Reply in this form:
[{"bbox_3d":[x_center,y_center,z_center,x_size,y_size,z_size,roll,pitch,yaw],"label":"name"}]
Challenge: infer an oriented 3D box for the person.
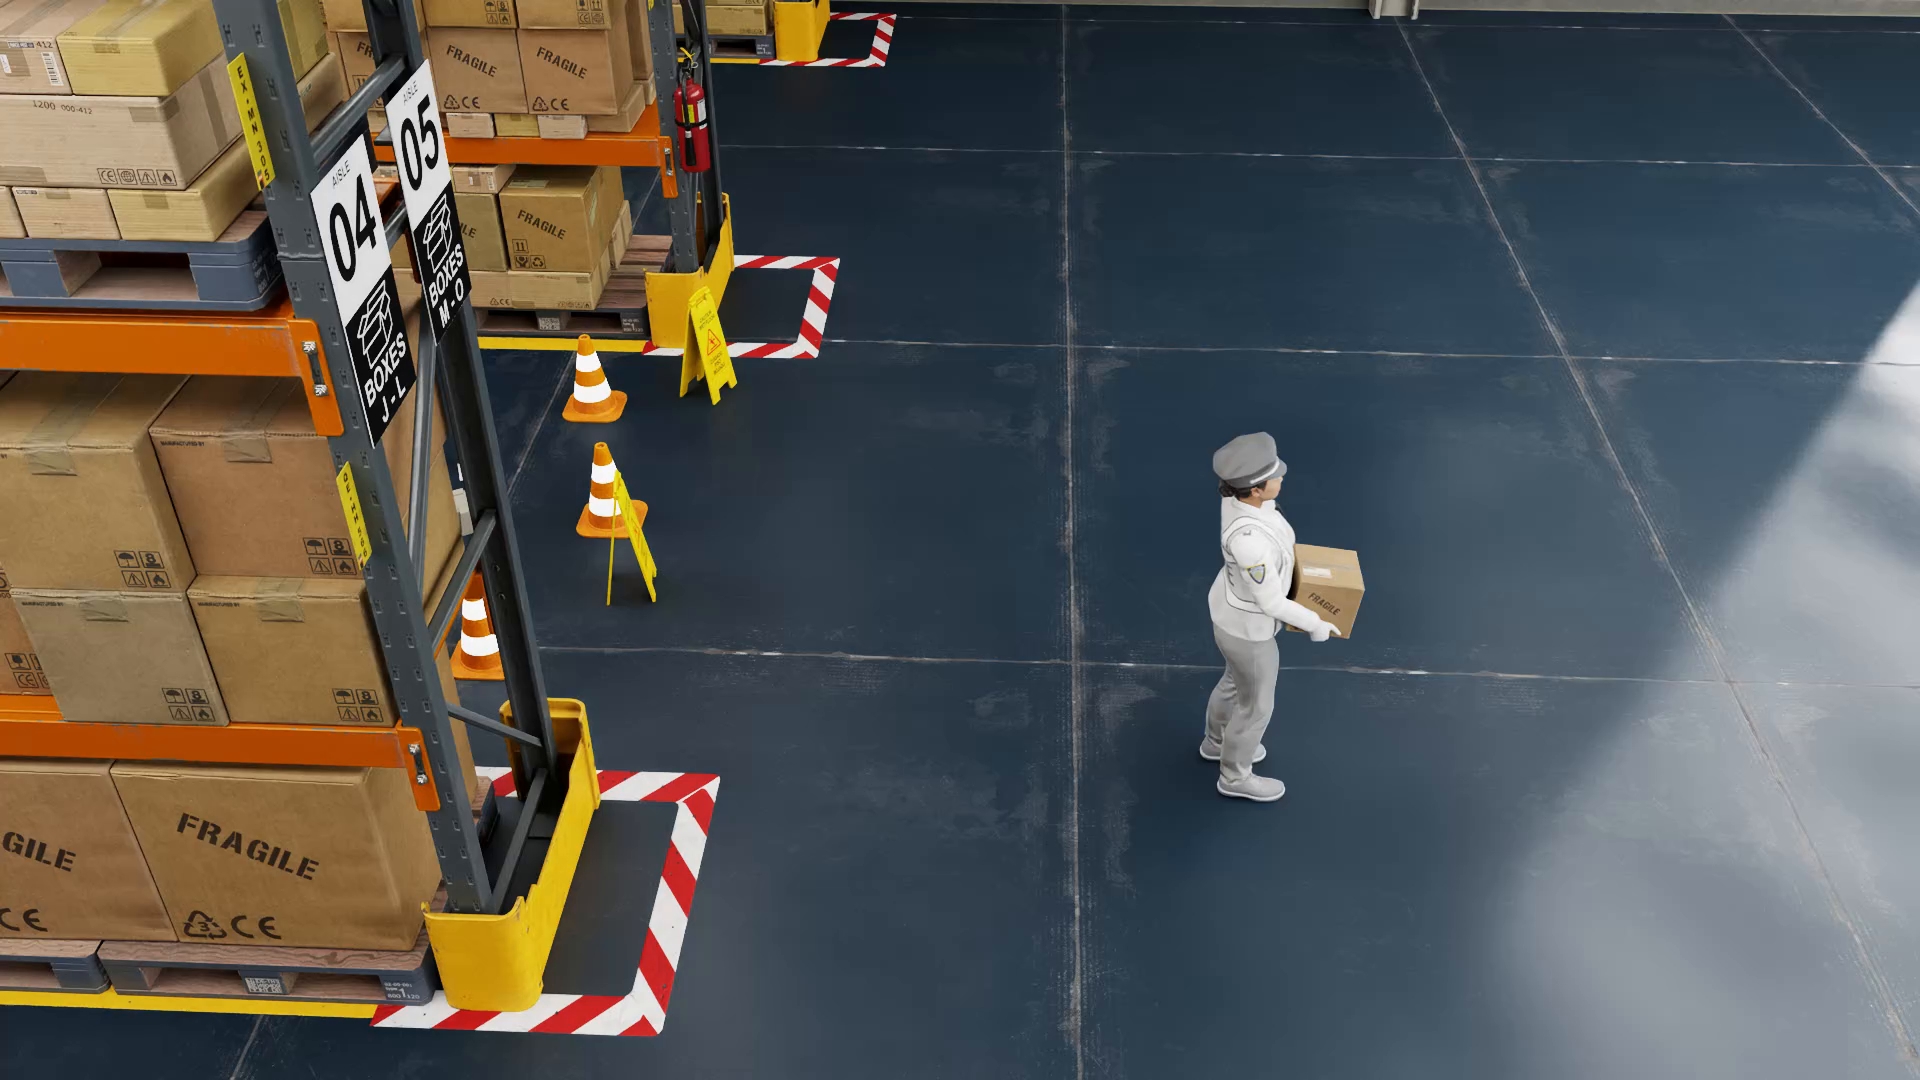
[{"bbox_3d":[1.219,0.326,6.646,0.551,1.686,0.459,2,36,3],"label":"person"}]
